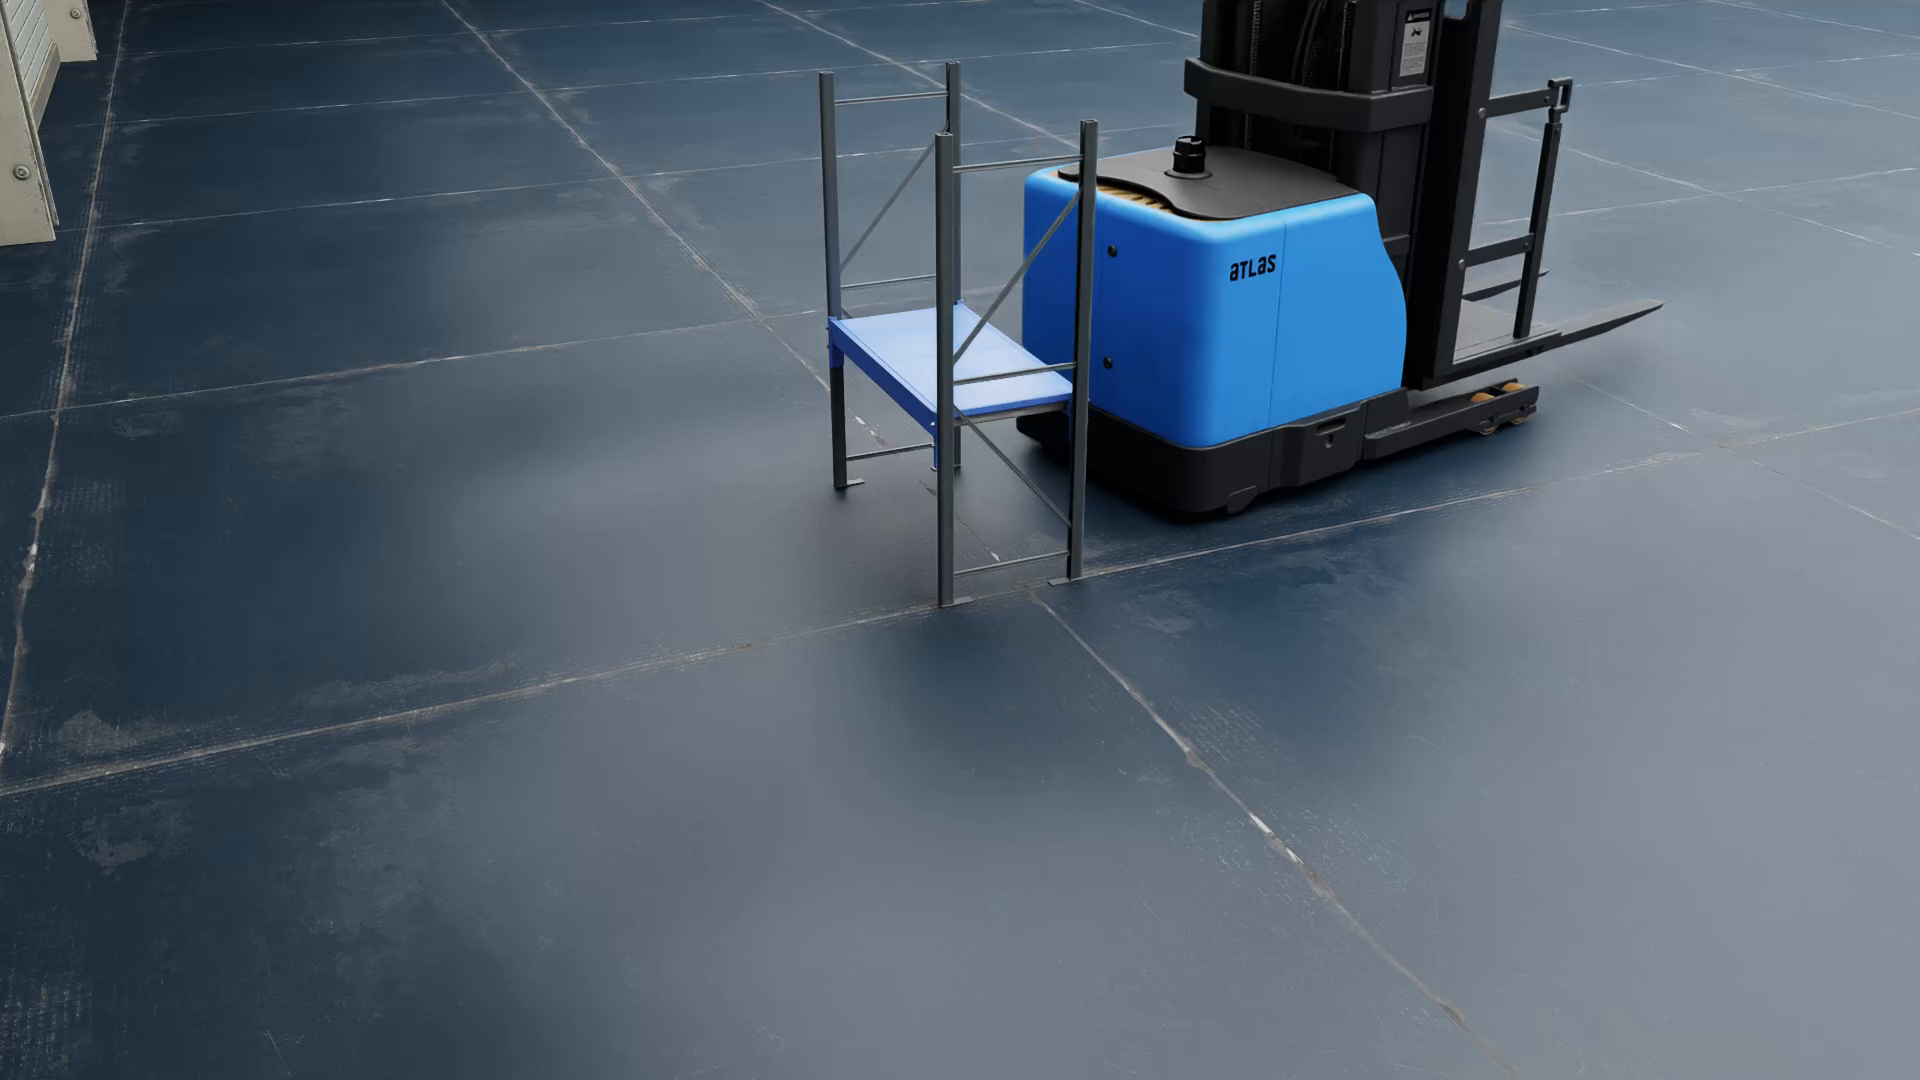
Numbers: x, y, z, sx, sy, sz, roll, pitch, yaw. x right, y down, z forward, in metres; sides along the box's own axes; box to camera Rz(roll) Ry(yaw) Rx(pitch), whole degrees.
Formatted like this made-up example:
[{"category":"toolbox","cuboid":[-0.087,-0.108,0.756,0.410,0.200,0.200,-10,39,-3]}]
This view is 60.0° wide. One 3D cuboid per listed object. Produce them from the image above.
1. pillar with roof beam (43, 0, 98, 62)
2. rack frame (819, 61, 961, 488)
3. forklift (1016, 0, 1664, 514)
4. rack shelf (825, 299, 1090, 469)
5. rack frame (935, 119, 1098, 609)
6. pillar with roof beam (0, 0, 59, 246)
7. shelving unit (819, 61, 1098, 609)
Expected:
[{"category":"pillar with roof beam","cuboid":[-3.569,-8.901,13.723,9.100,9.000,0.400,-11,28,-21]},{"category":"rack frame","cuboid":[-0.232,-0.914,5.912,0.500,1.500,0.032,-11,28,-21]},{"category":"forklift","cuboid":[1.713,-1.903,6.308,3.031,2.935,1.130,-18,31,-32]},{"category":"rack shelf","cuboid":[-0.033,-0.547,5.570,0.538,0.185,1.000,-11,28,-21]},{"category":"rack frame","cuboid":[0.166,-0.503,5.071,0.500,1.500,0.032,-11,28,-21]},{"category":"pillar with roof beam","cuboid":[-1.219,-6.479,8.762,9.100,9.000,0.400,-11,28,-21]},{"category":"shelving unit","cuboid":[-0.033,-0.708,5.491,0.538,1.500,1.048,-11,28,-21]}]
